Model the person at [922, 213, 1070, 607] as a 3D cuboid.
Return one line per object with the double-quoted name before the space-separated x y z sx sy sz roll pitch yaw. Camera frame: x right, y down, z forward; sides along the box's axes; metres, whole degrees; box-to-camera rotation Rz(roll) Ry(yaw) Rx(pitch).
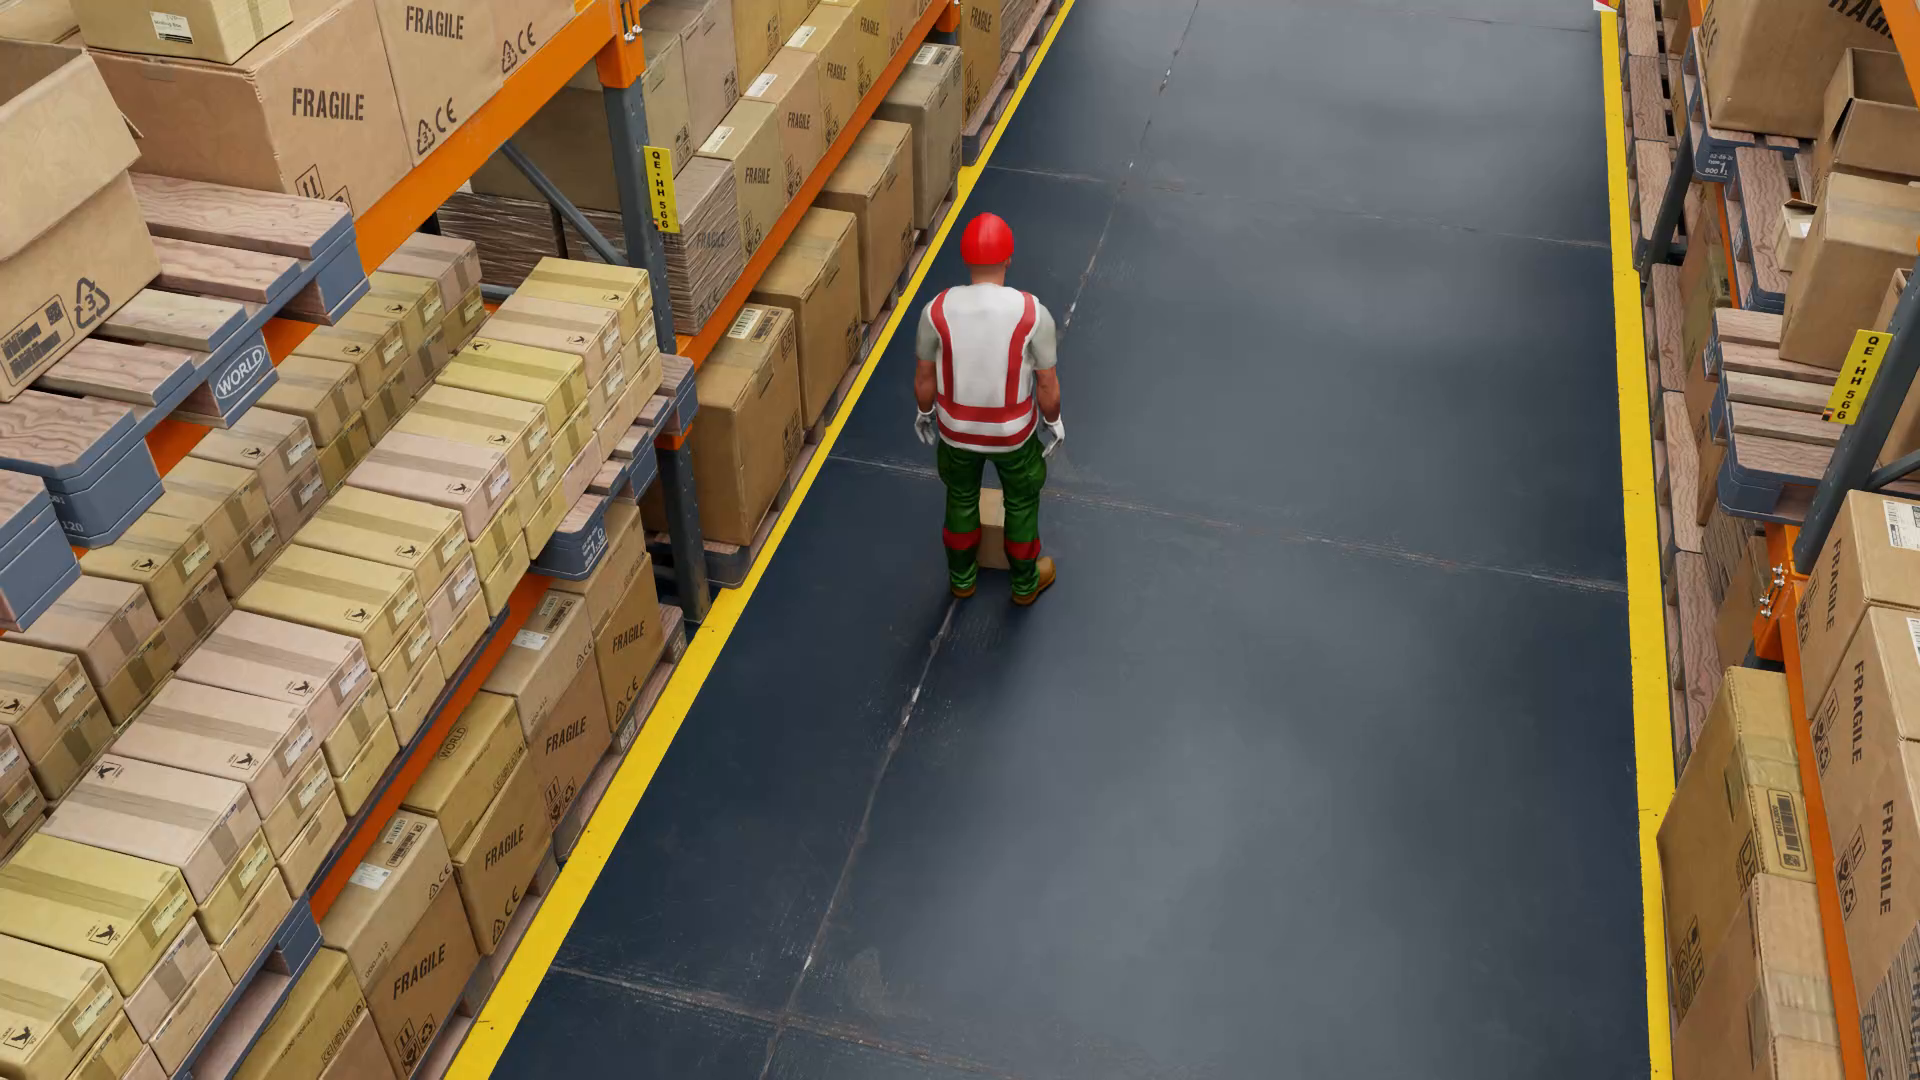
"person" 0.144 -0.481 6.706 0.609 1.779 0.449 10 42 11
